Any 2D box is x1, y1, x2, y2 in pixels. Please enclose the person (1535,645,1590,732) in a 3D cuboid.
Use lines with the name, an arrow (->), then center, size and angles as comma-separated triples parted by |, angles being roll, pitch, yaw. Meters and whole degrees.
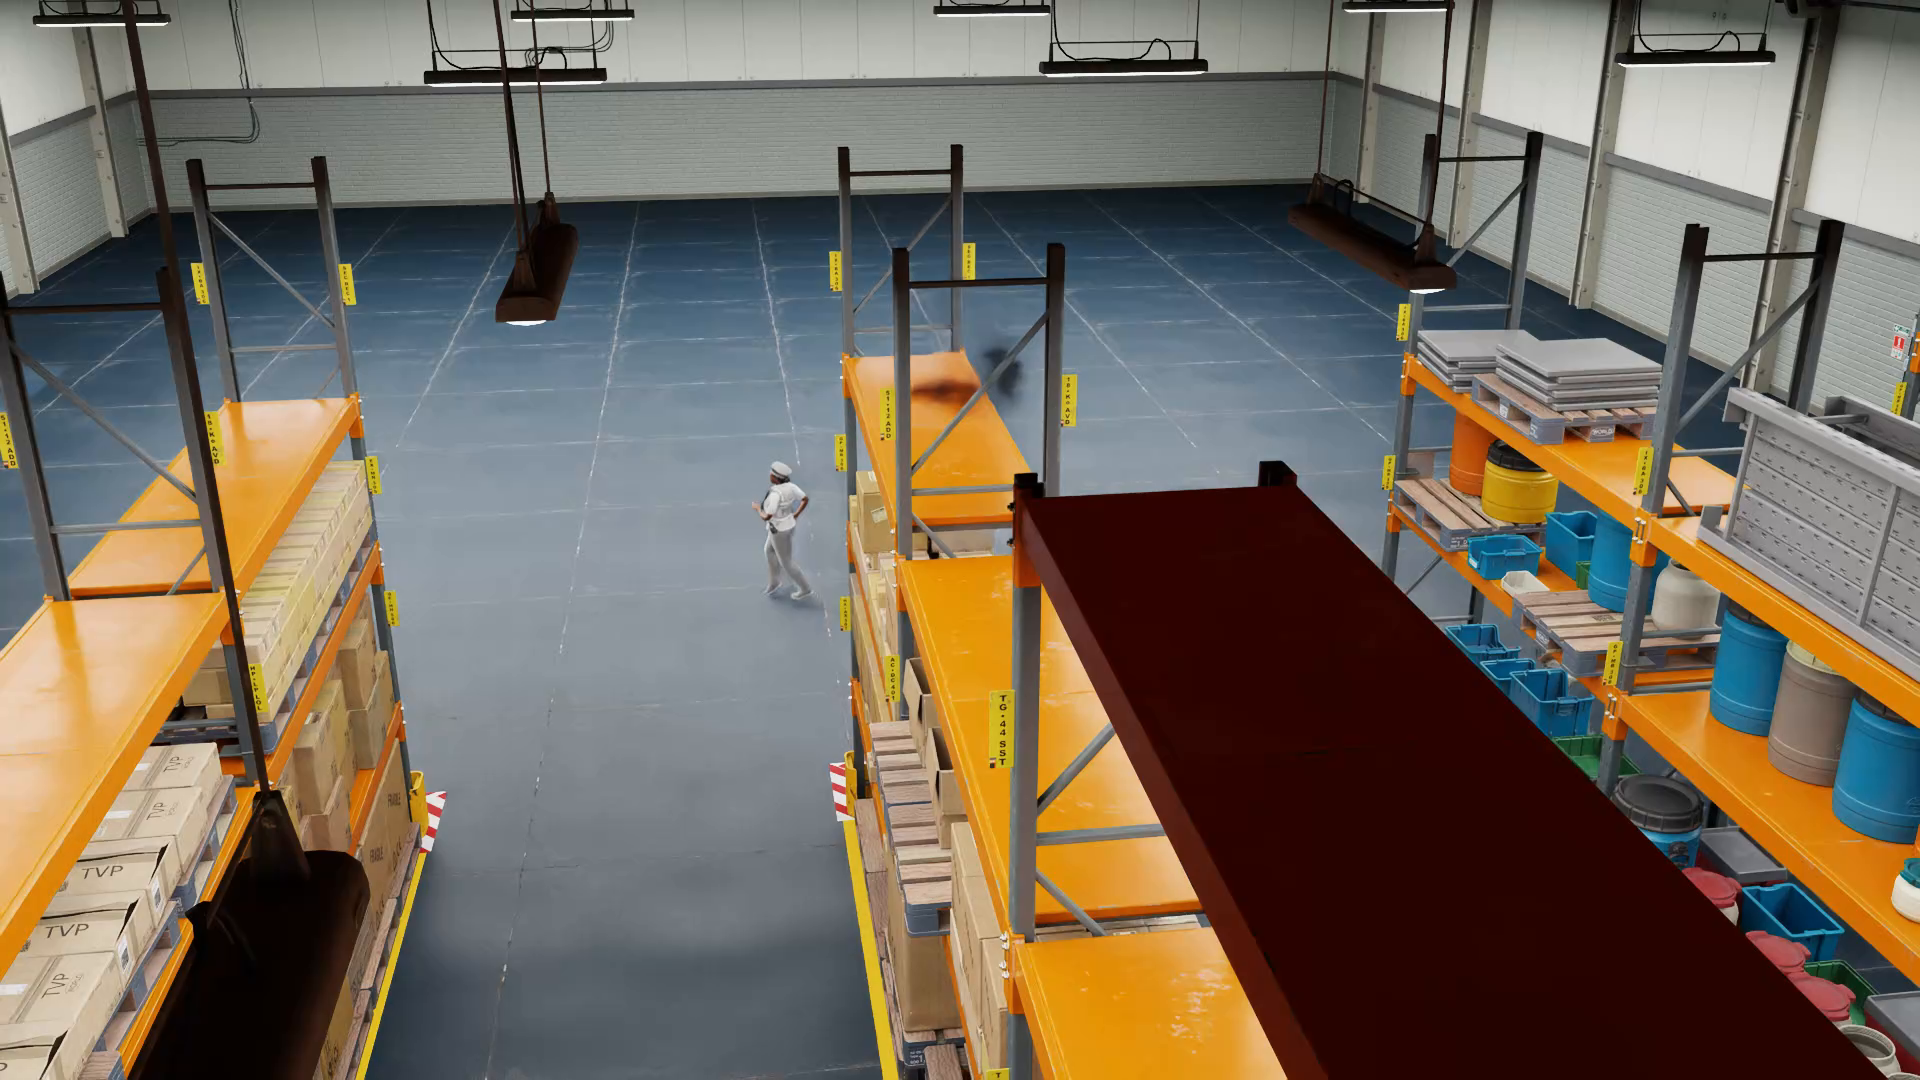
person -> 5.918, 1.296, 16.241 | 0.647, 1.641, 0.683 | -11, 24, -25

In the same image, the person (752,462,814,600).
person -> -2.090, -0.082, 19.560 | 0.755, 1.758, 0.546 | 6, 22, 15
